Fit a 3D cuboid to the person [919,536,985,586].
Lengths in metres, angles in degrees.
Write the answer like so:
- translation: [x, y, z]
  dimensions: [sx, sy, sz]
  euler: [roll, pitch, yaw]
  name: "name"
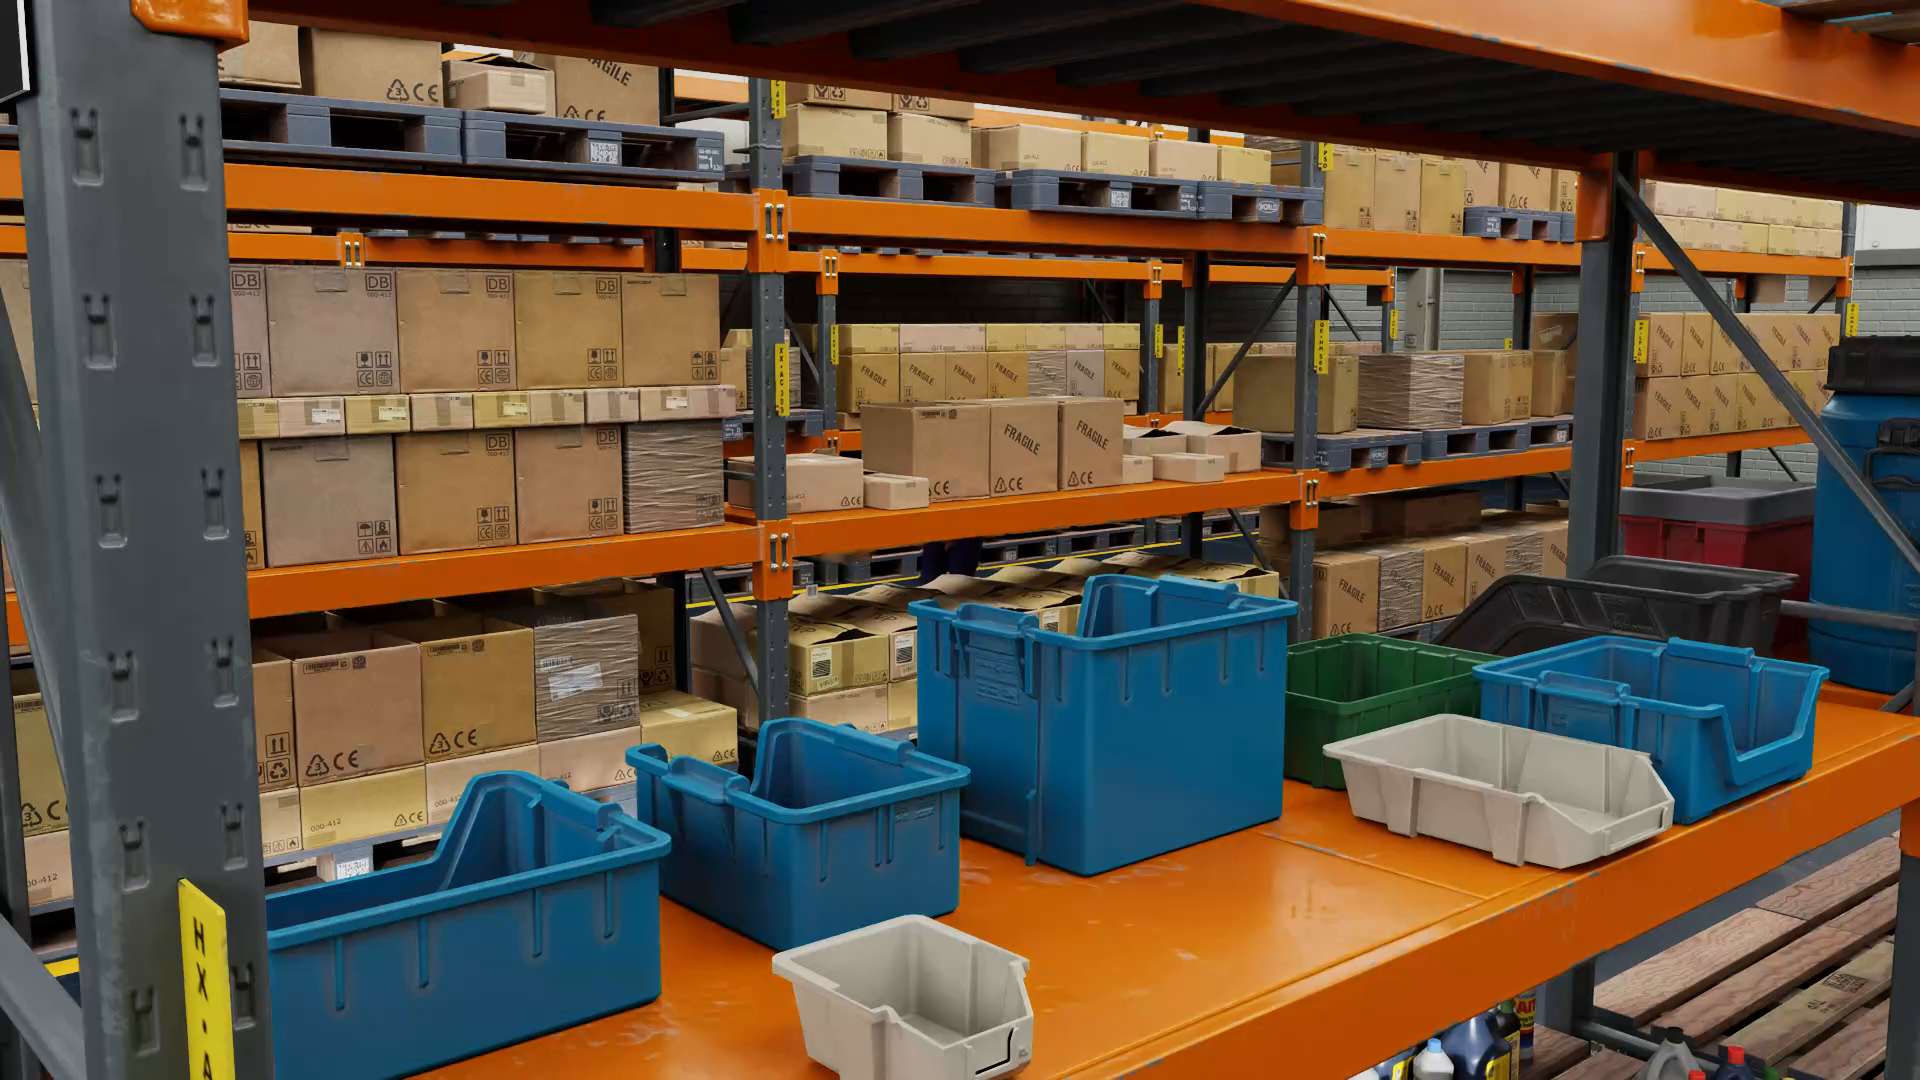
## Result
- translation: [-0.135, 0.266, 11.157]
  dimensions: [0.453, 1.028, 0.504]
  euler: [-7, 10, -41]
  name: "person"
